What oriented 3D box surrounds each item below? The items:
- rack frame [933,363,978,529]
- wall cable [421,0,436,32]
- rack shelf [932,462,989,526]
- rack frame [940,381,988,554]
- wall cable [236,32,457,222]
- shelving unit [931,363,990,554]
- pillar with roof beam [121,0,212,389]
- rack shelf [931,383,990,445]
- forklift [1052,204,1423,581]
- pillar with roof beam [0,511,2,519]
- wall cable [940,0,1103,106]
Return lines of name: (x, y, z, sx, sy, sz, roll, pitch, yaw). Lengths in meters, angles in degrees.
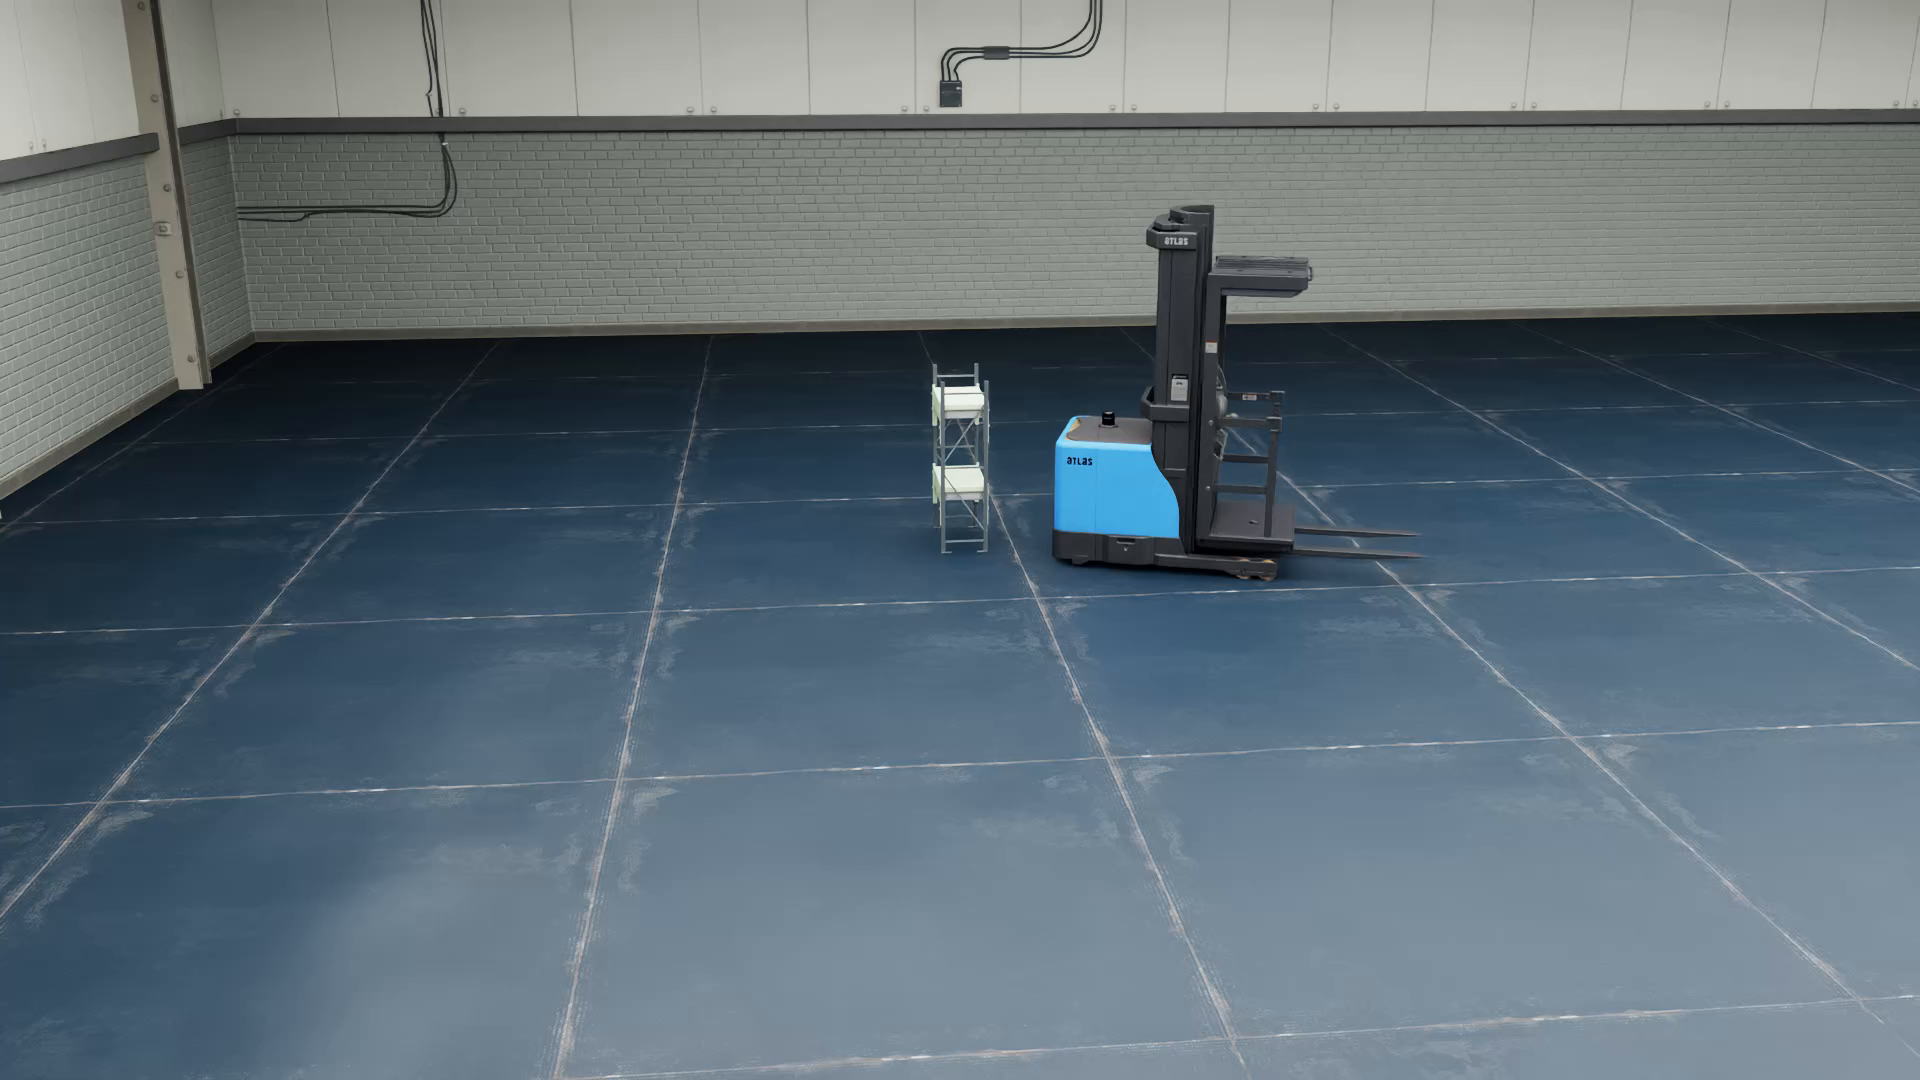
rack frame: (-0.038, -0.827, 14.806, 0.400, 1.500, 0.023, -2, 18, -6)
wall cable: (-5.885, -8.154, 22.379, 3.097, 2.526, 0.112, -2, 18, -6)
rack shelf: (-0.001, -0.407, 14.556, 0.431, 0.370, 0.720, -2, 18, -6)
rack frame: (0.037, -0.609, 14.111, 0.400, 1.500, 0.023, -2, 18, -6)
wall cable: (-8.576, -5.661, 22.870, 3.097, 2.526, 0.112, -2, 18, -6)
shelving unit: (-0.001, -0.718, 14.459, 0.431, 1.500, 0.755, -2, 18, -6)
pillar with roof beam: (-5.306, -6.357, 19.902, 9.100, 9.000, 0.400, -2, 18, -6)
rack shelf: (-0.001, -1.090, 14.342, 0.431, 0.370, 0.720, -2, 18, -6)
forklift: (2.347, -1.241, 13.735, 3.031, 2.935, 1.130, 4, 18, 11)
pillar with roof beam: (-4.687, -4.569, 14.208, 9.100, 9.000, 0.400, -2, 18, -6)
wall cable: (0.868, -9.054, 22.814, 2.305, 6.003, 0.169, -2, 18, -6)
